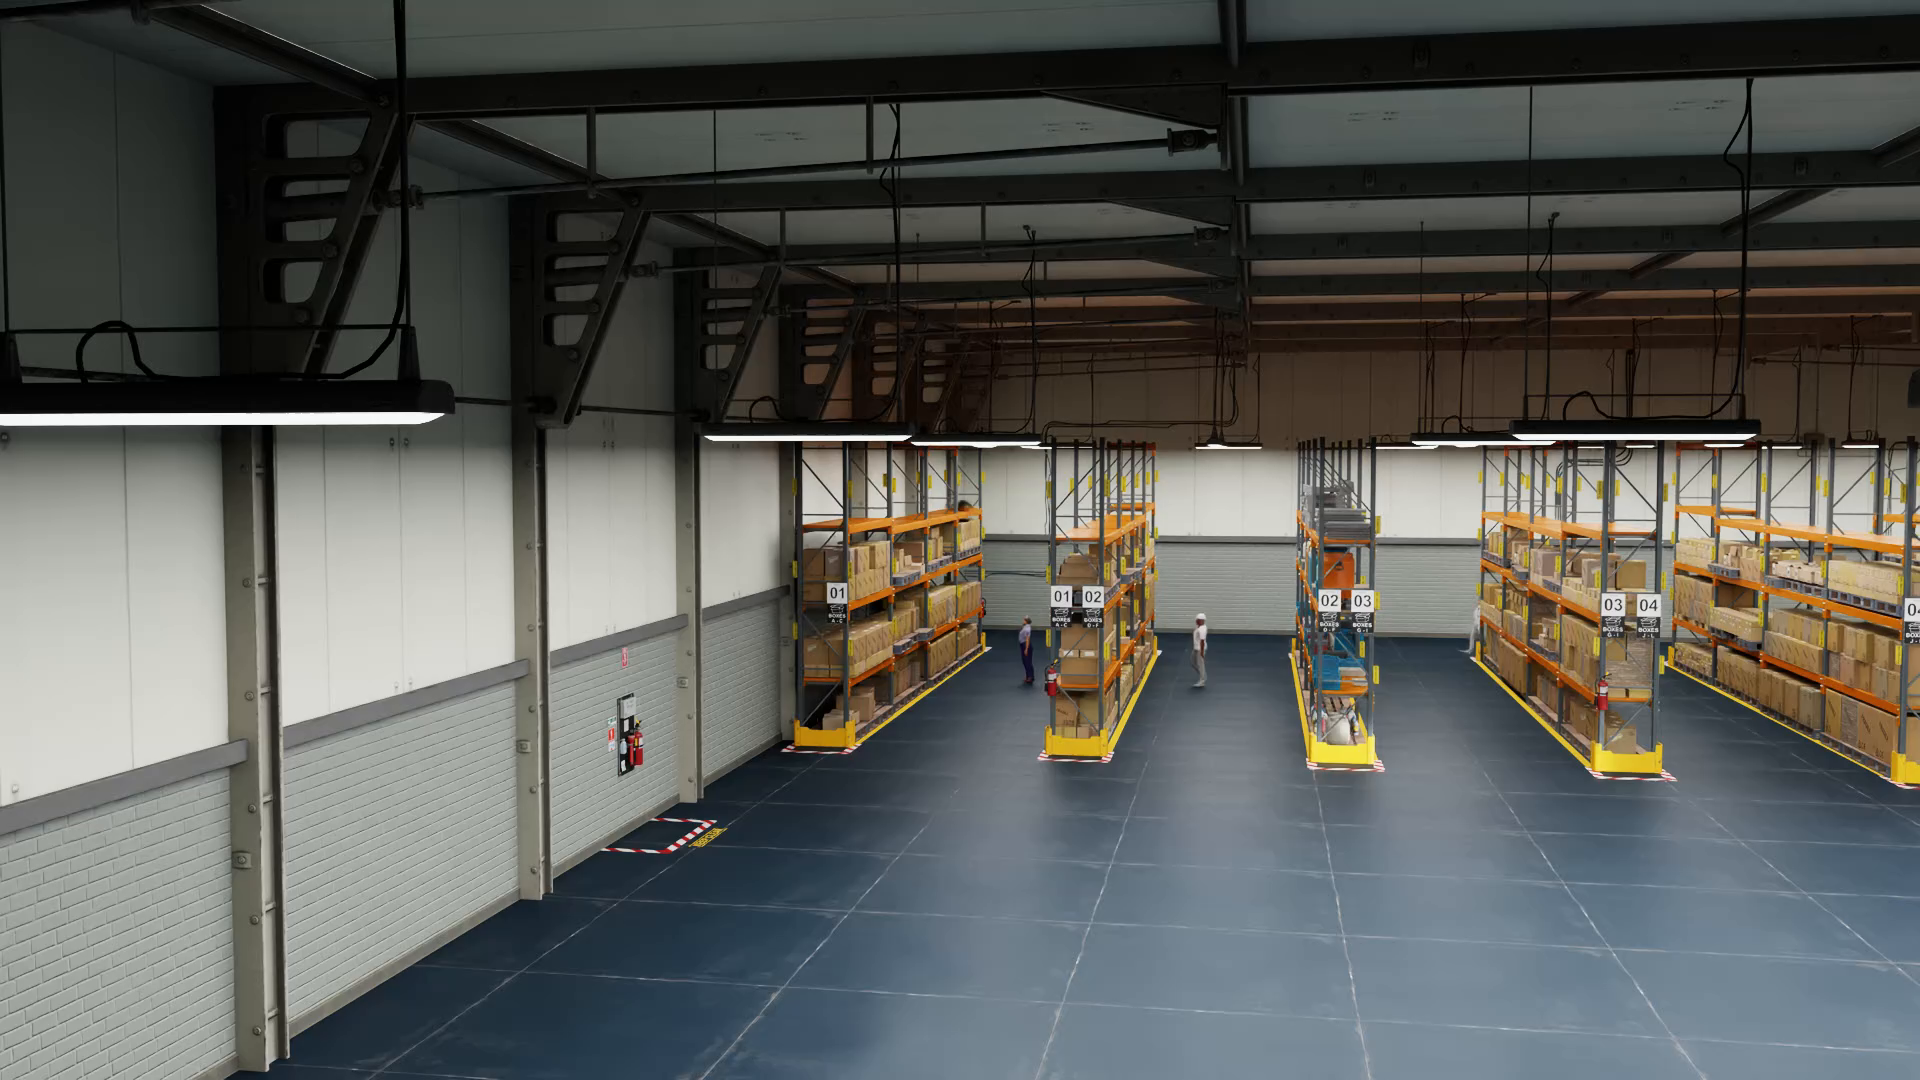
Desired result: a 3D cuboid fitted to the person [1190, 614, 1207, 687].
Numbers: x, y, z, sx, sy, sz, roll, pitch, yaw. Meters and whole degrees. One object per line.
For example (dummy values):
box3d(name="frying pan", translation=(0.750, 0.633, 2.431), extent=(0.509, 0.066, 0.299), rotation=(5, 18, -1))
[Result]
box3d(name="person", translation=(5.854, 2.675, 40.637), extent=(0.414, 1.770, 0.612), rotation=(0, 3, -2))

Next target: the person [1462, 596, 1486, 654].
box3d(name="person", translation=(14.758, 2.399, 47.138), extent=(0.954, 1.651, 0.506), rotation=(-1, 3, -17))

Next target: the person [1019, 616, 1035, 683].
box3d(name="person", translation=(1.664, 2.728, 41.320), extent=(0.389, 1.685, 0.572), rotation=(0, 3, -1))
